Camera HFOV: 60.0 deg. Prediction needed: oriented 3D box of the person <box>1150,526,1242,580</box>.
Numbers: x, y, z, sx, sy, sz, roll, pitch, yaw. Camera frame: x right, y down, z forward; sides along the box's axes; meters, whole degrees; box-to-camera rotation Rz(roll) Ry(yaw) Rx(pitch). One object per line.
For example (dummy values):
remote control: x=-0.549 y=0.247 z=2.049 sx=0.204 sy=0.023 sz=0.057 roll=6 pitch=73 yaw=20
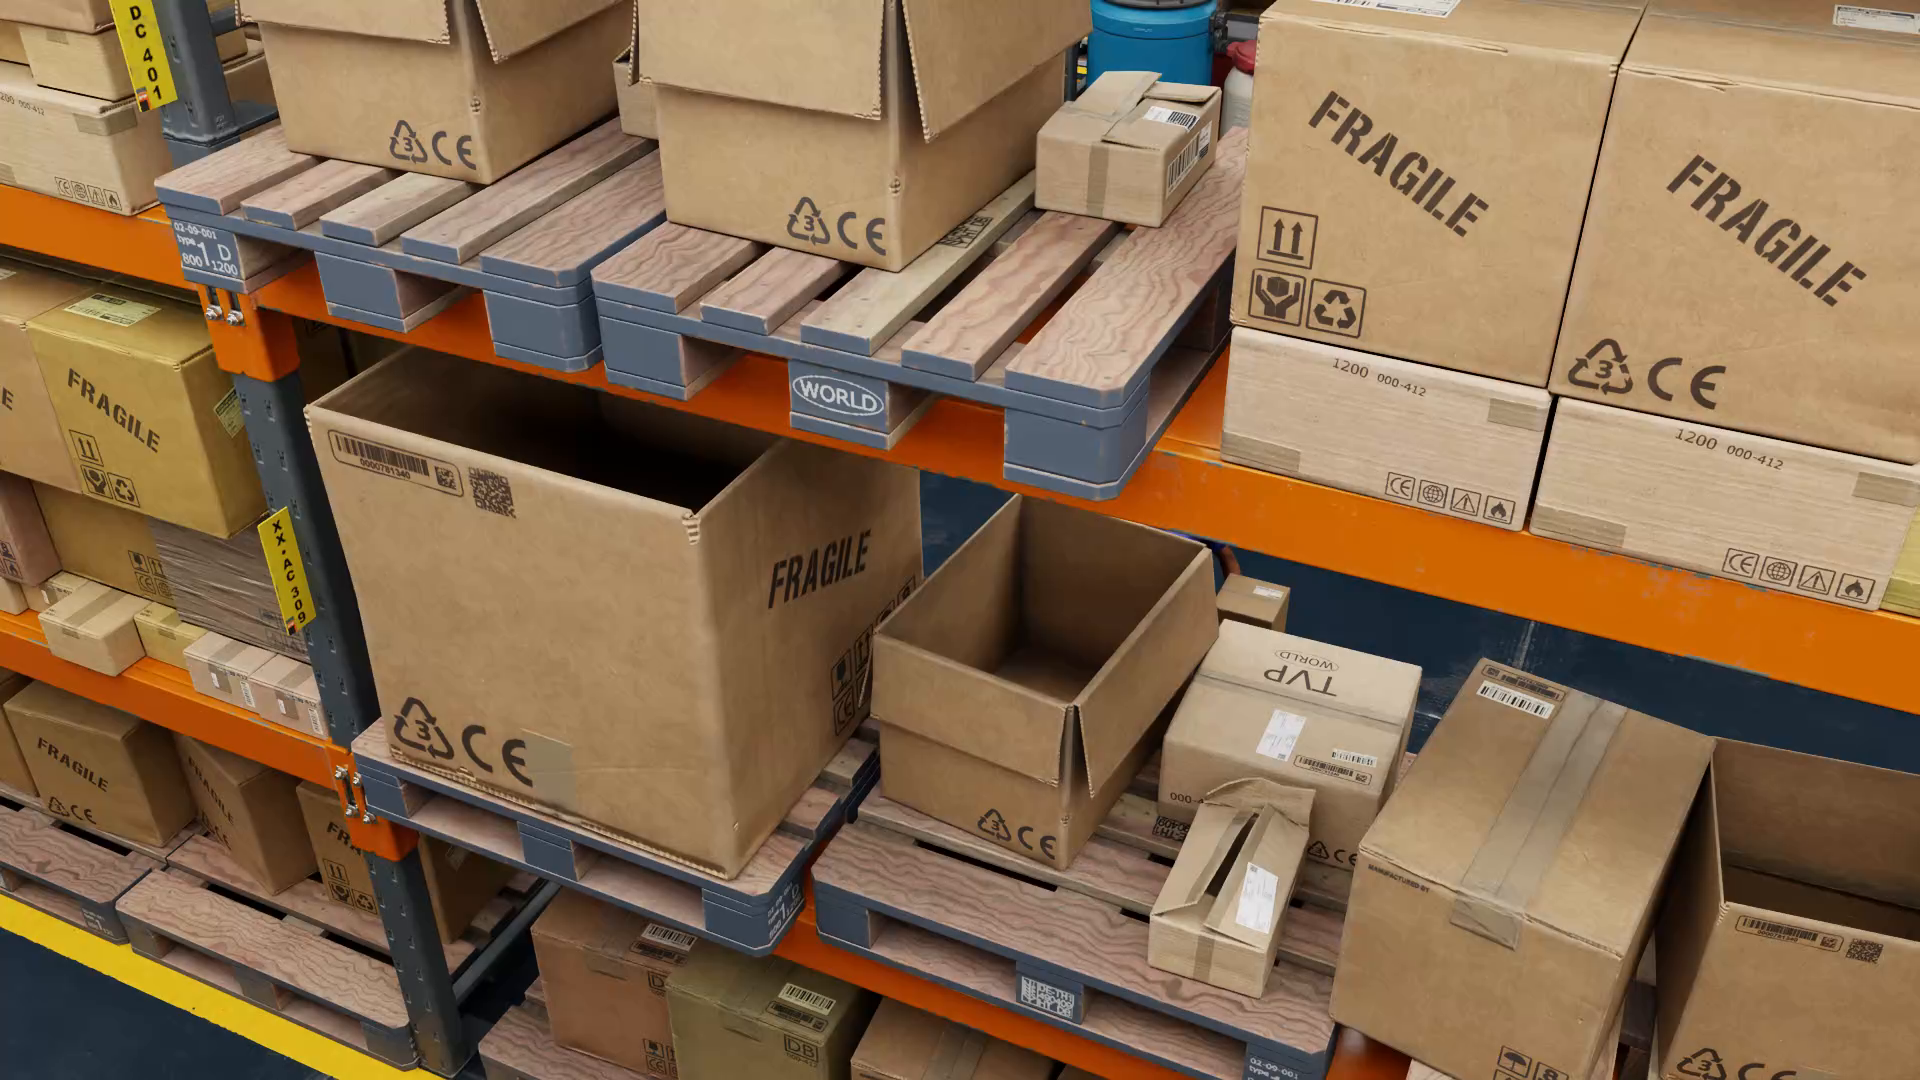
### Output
person: x=0.838 y=0.138 z=6.615 sx=0.818 sy=0.921 sz=0.507 roll=14 pitch=37 yaw=20
